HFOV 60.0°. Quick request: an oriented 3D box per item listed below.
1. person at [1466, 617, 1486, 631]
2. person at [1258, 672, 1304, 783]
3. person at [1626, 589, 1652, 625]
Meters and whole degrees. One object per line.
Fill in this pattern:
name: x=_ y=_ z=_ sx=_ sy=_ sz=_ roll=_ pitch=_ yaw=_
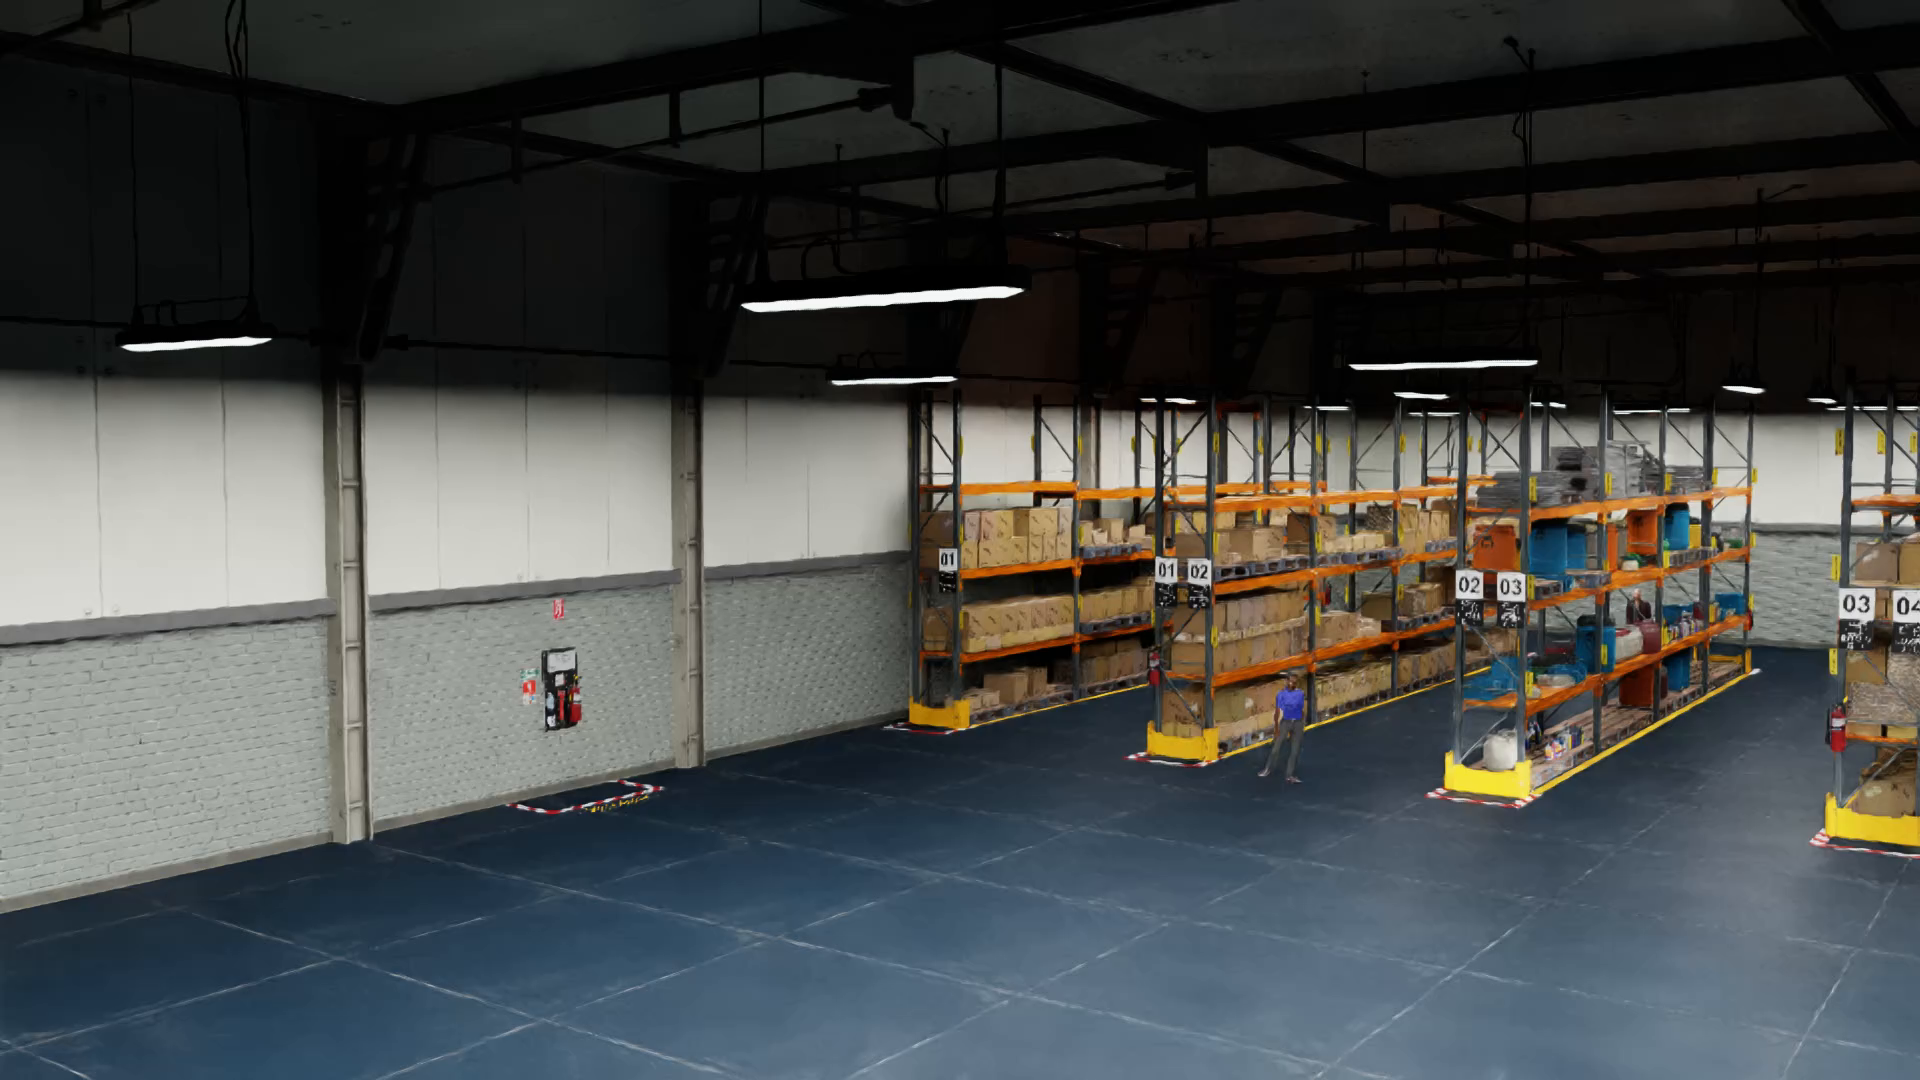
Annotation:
person: x=13.242 y=1.676 z=42.721 sx=0.721 sy=1.771 sz=0.523 roll=0 pitch=3 yaw=-4
person: x=4.790 y=2.742 z=24.707 sx=0.647 sy=1.591 sz=0.450 roll=0 pitch=3 yaw=-7
person: x=15.492 y=1.968 z=38.024 sx=0.588 sy=1.700 sz=1.193 roll=2 pitch=4 yaw=33
